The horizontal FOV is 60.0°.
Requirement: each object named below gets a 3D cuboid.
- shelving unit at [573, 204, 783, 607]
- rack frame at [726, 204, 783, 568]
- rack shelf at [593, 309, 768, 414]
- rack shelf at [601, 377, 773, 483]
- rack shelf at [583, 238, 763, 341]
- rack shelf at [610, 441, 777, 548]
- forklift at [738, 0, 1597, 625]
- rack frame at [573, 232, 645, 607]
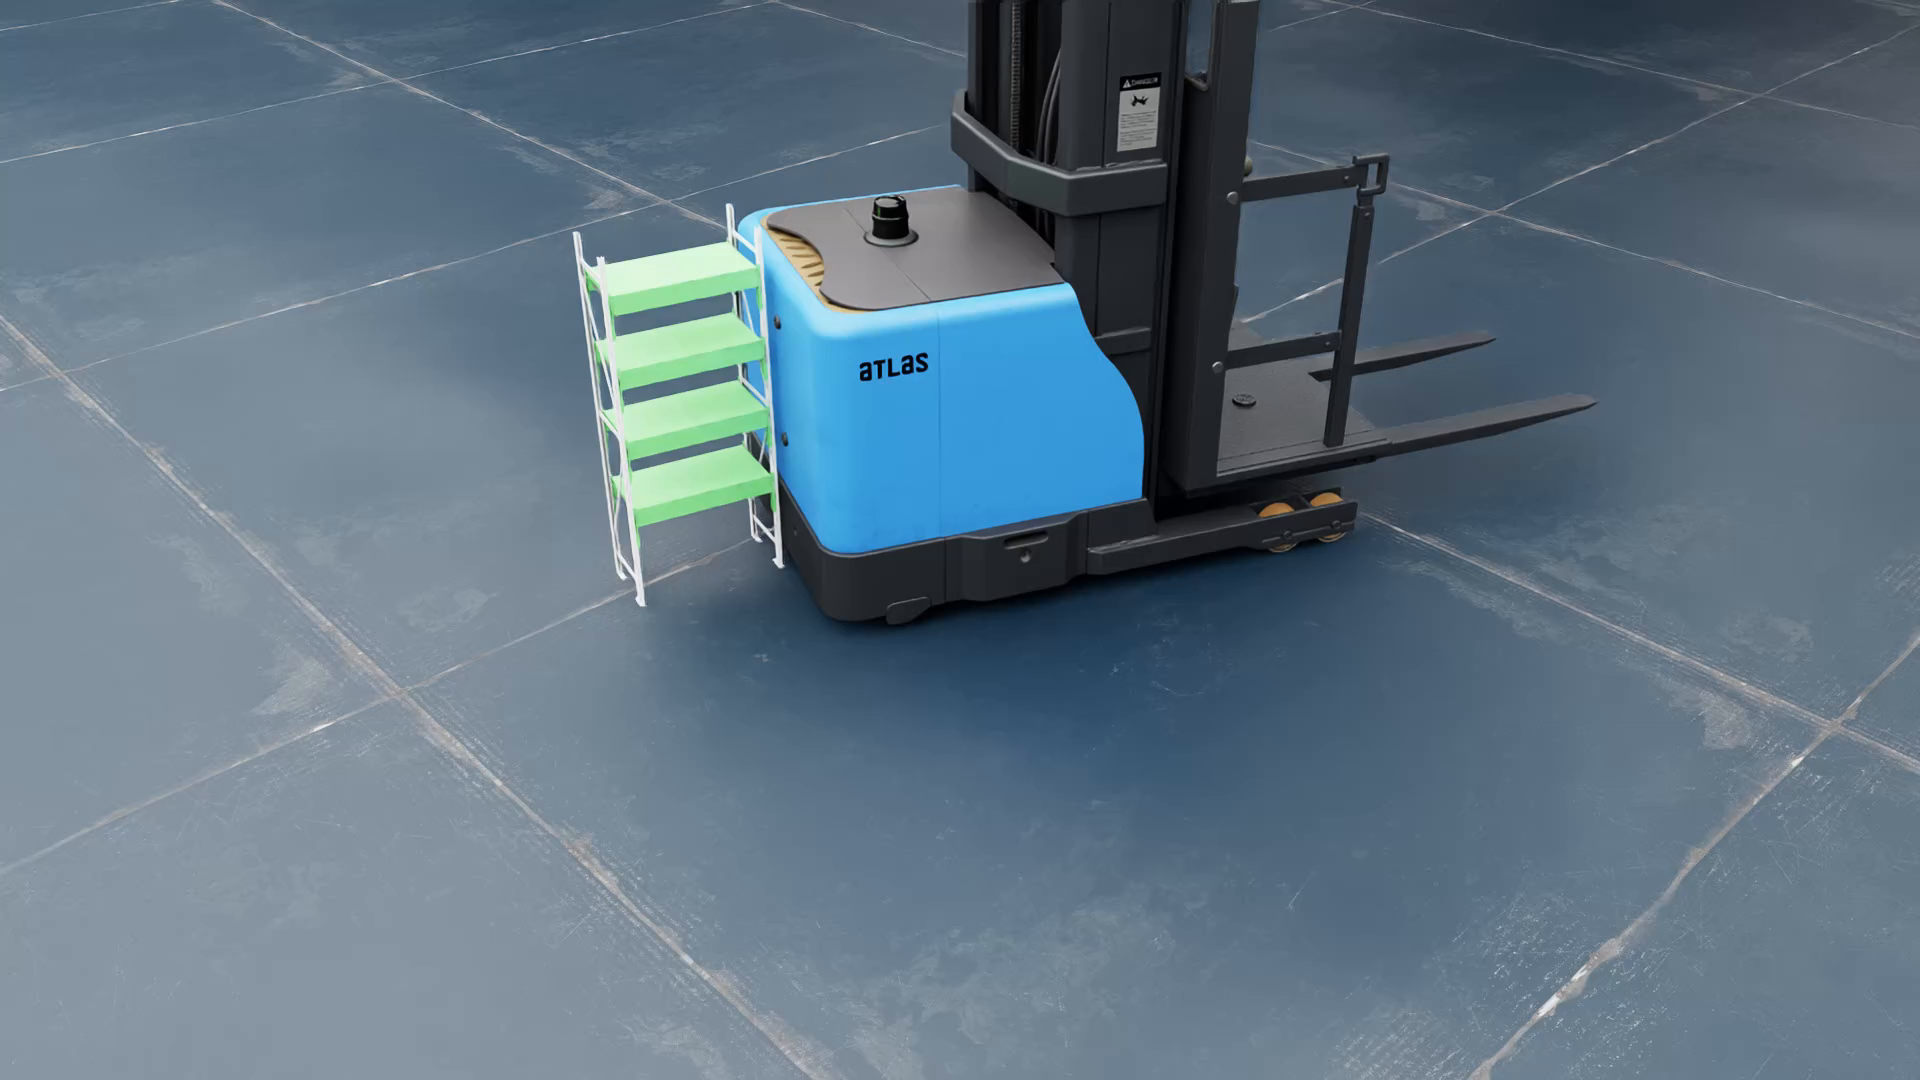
[{"bbox_3d":[-0.873,-0.412,5.274,0.503,1.200,0.258,-16,35,-25],"label":"shelving unit"},{"bbox_3d":[-0.660,-0.474,5.375,0.015,1.200,0.240,-16,35,-25],"label":"rack frame"},{"bbox_3d":[-0.873,-0.562,5.182,0.480,0.148,0.258,-16,35,-25],"label":"rack shelf"},{"bbox_3d":[-0.873,-0.358,5.307,0.480,0.148,0.258,-16,35,-25],"label":"rack shelf"},{"bbox_3d":[-0.873,-0.767,5.057,0.480,0.148,0.258,-16,35,-25],"label":"rack shelf"},{"bbox_3d":[-0.873,-0.153,5.432,0.480,0.148,0.258,-16,35,-25],"label":"rack shelf"},{"bbox_3d":[0.829,-1.454,5.318,3.031,2.935,1.130,-11,33,-18],"label":"forklift"},{"bbox_3d":[-1.086,-0.350,5.173,0.015,1.200,0.240,-16,35,-25],"label":"rack frame"}]
